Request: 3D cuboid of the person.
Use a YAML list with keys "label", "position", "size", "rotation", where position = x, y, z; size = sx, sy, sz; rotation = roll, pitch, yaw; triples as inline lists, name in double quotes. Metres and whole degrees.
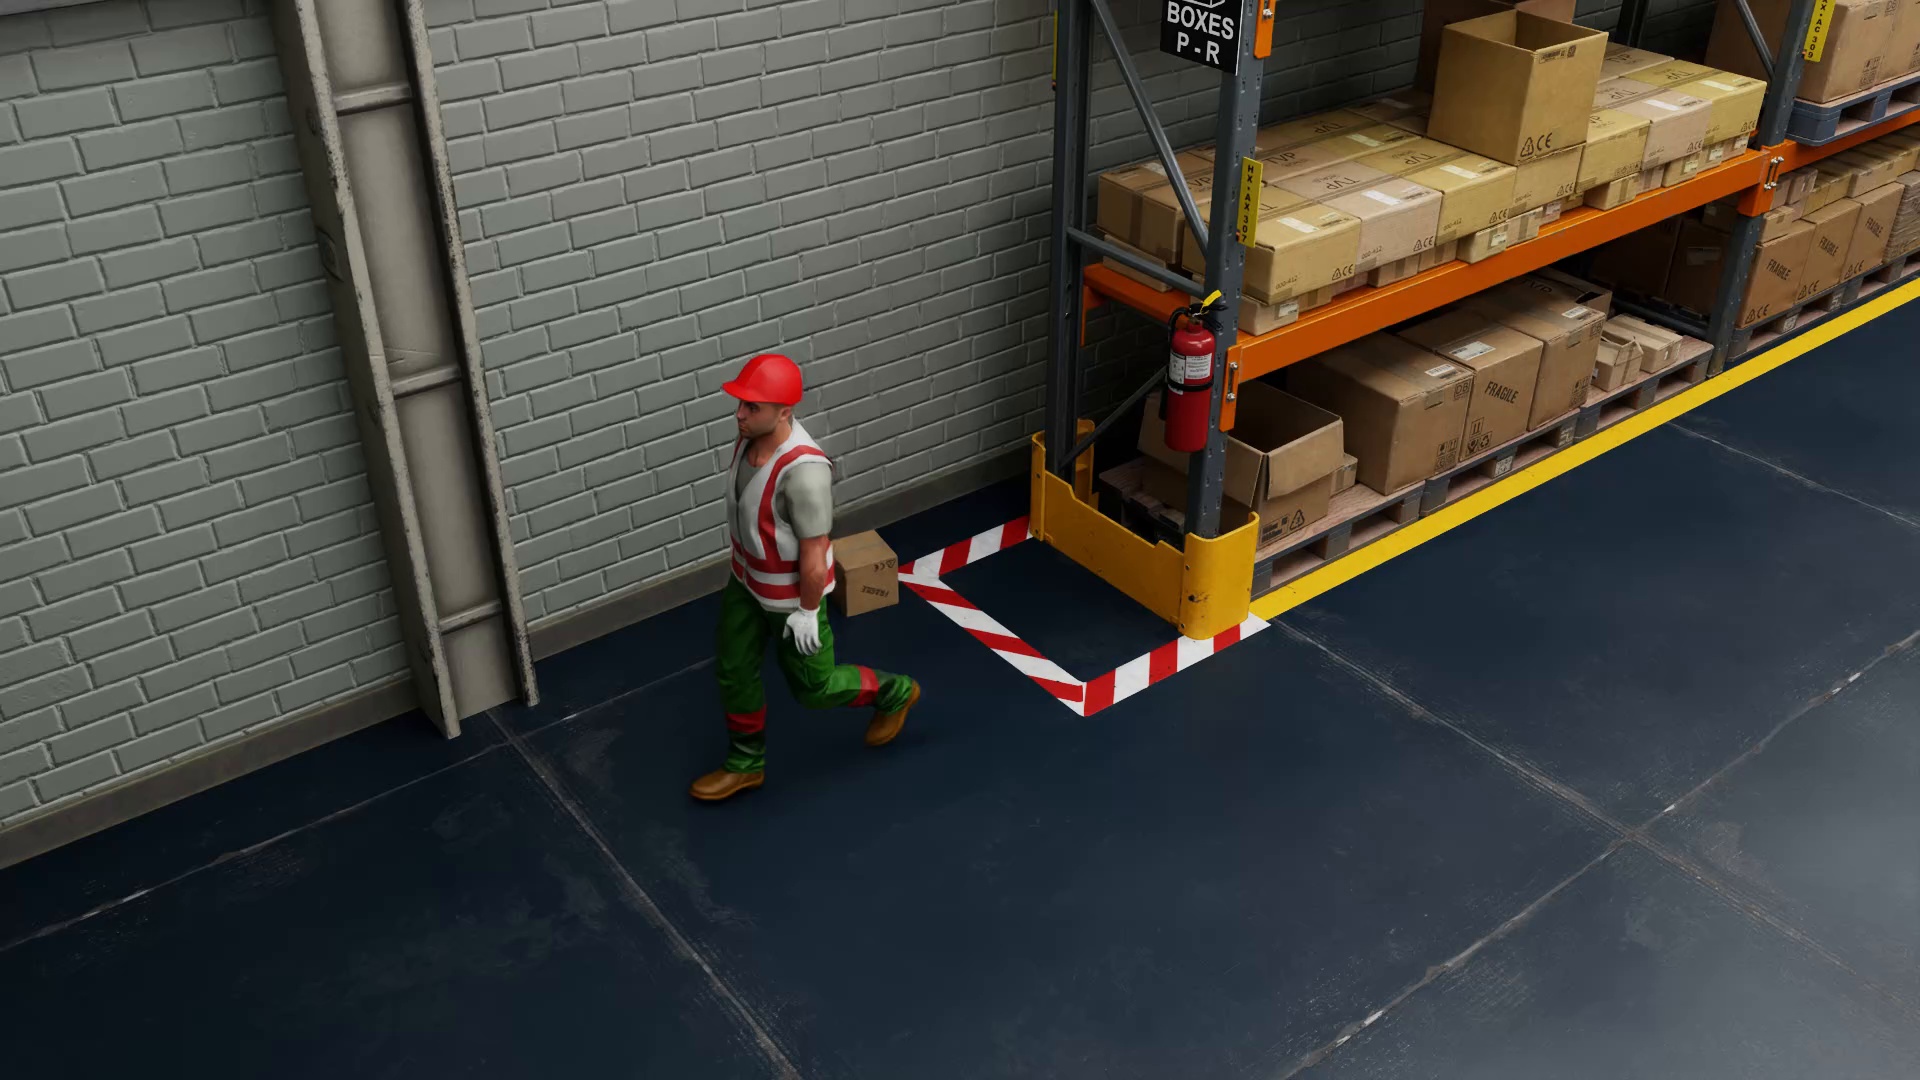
- label: "person"
  position: [-0.576, 0.135, 5.884]
  size: [0.911, 1.761, 0.542]
  rotation: [-22, 38, -31]
